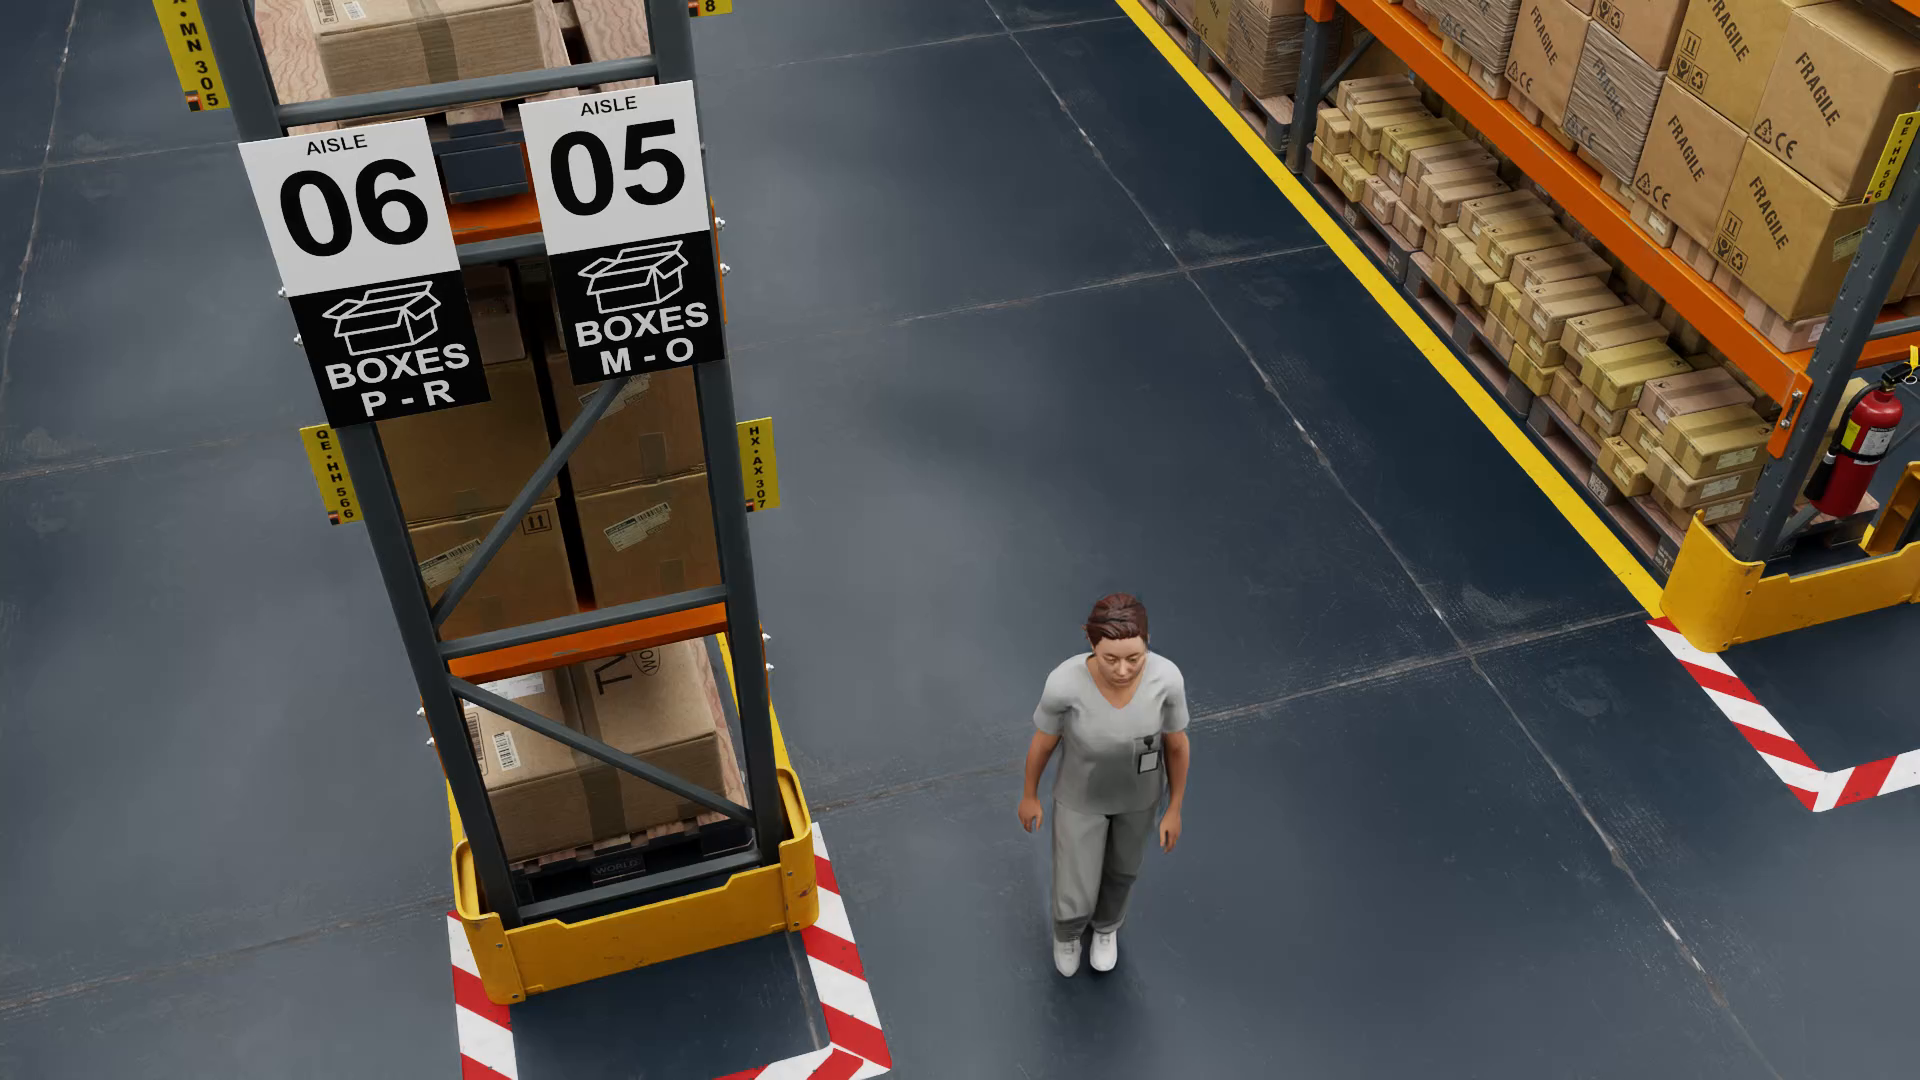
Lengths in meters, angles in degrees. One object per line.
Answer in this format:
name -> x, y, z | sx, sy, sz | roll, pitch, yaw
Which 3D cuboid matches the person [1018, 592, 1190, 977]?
person -> 0.448, 0.838, 5.235 | 0.513, 1.690, 0.427 | -6, 43, -7
